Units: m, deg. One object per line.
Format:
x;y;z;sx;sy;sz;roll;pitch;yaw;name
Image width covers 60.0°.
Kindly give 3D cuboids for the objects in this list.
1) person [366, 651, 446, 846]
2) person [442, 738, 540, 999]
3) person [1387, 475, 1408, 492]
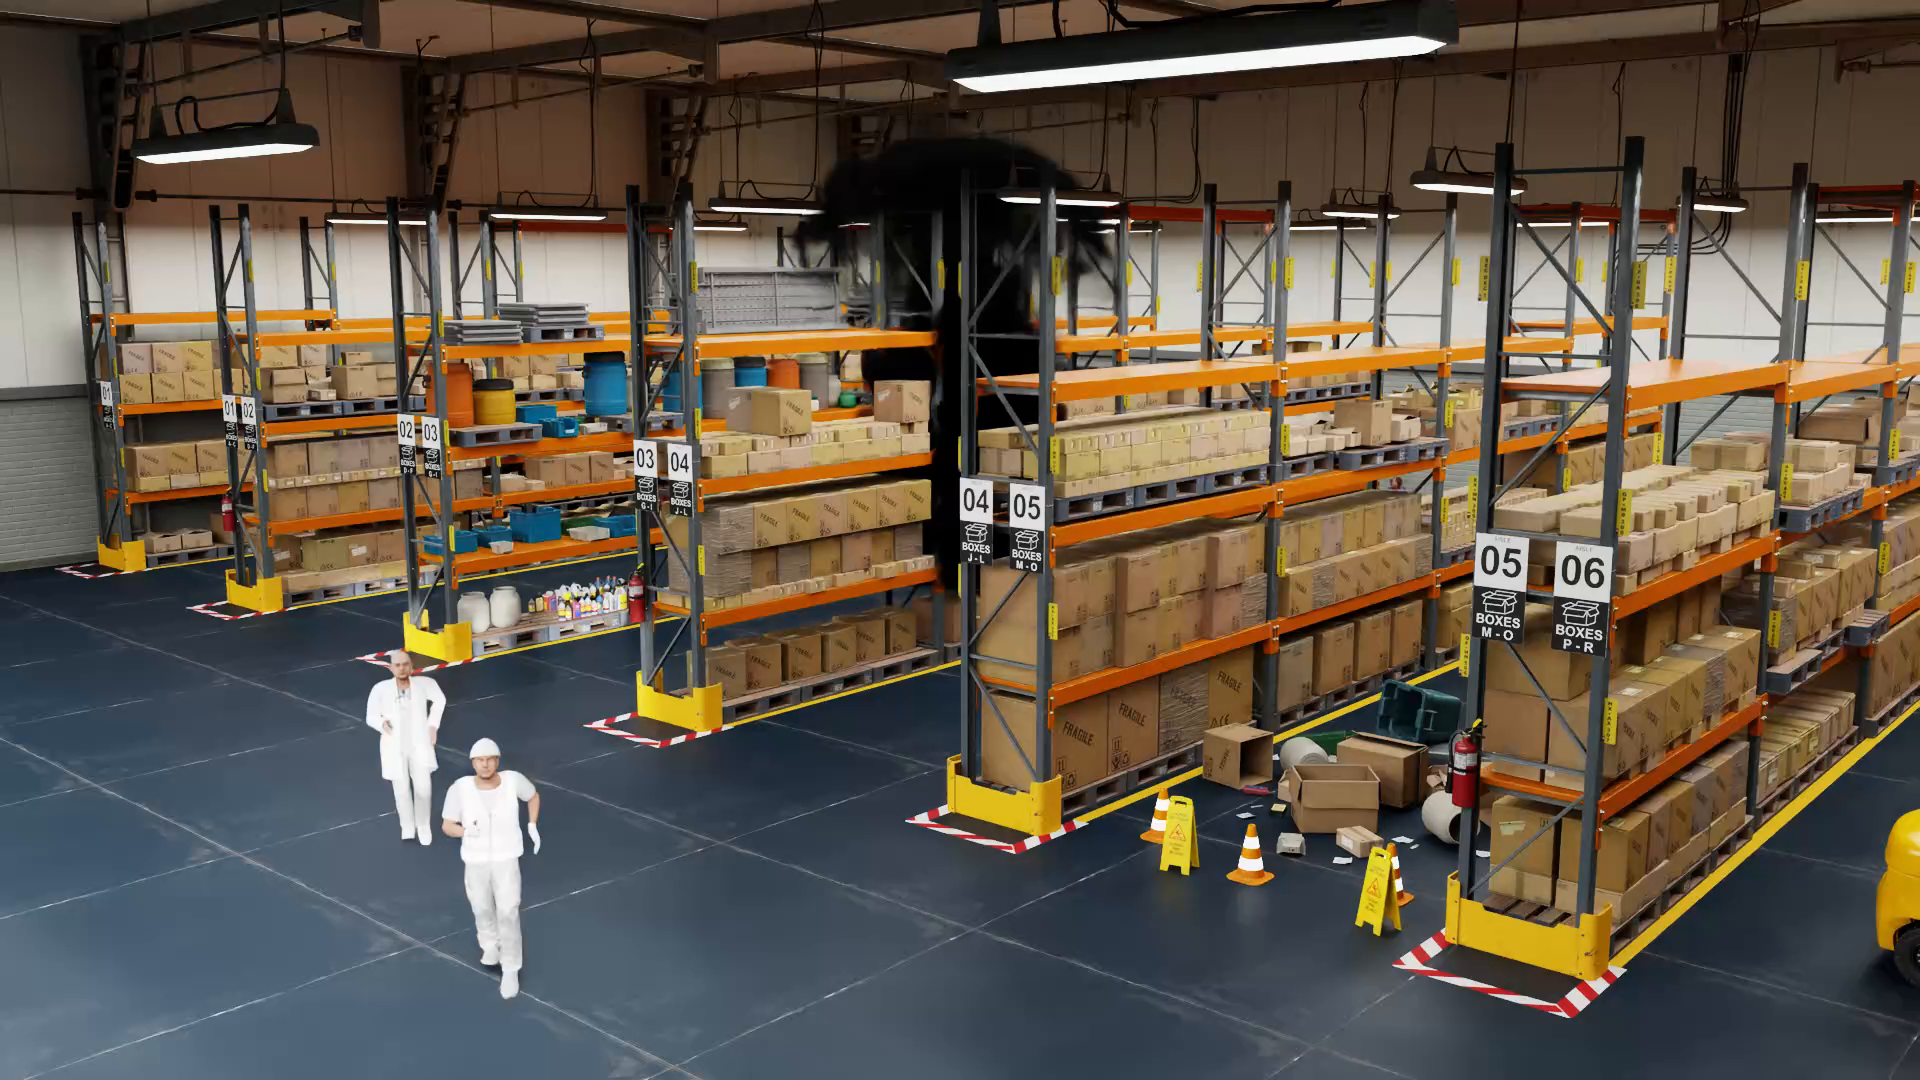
-4.899;1.871;14.766;0.674;1.778;0.754;-3;10;-17;person
-3.360;2.323;11.965;0.661;1.846;0.785;-2;10;-10;person
7.402;-0.288;28.252;0.513;1.610;0.681;8;13;41;person
